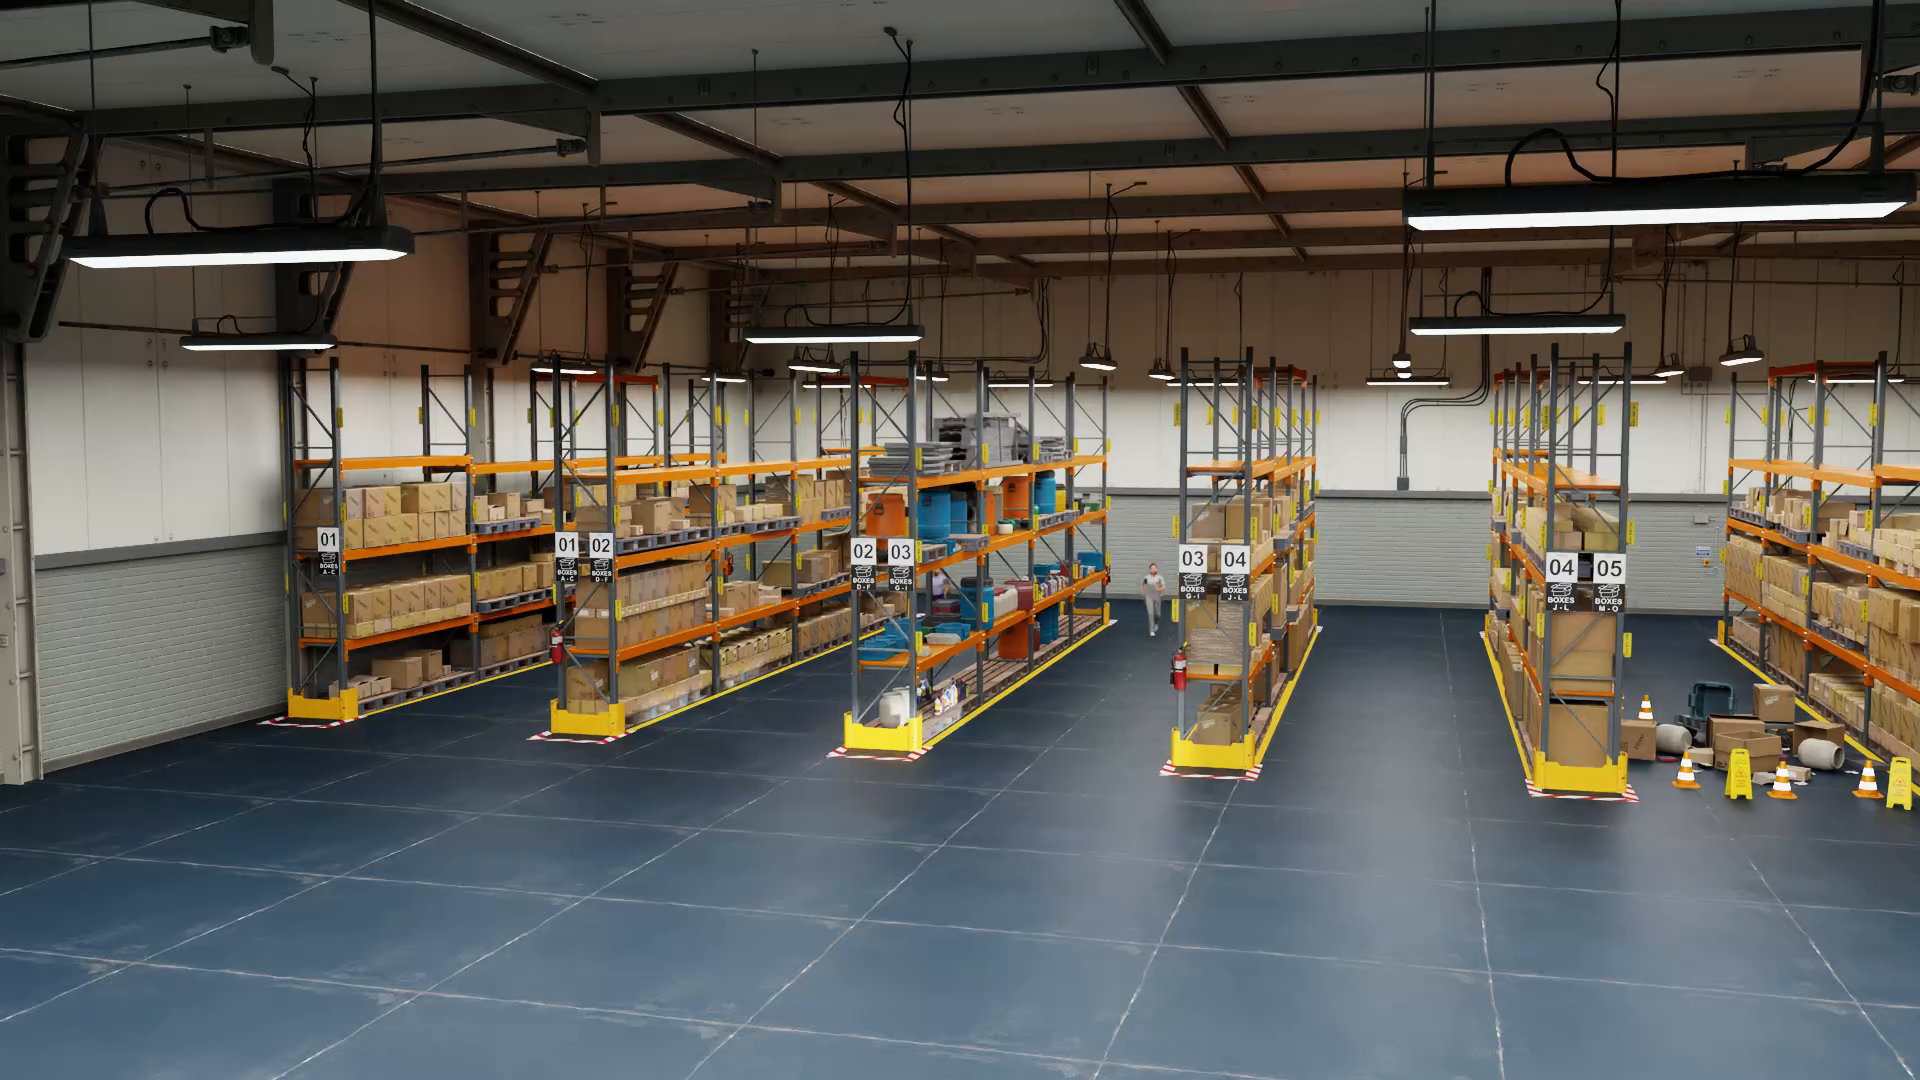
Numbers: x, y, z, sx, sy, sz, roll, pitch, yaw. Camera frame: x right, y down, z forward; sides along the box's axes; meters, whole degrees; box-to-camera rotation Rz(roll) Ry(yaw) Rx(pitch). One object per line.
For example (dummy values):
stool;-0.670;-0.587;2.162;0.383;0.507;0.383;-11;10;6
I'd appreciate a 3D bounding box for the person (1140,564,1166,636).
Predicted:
person;4.442;1.361;38.292;0.577;1.644;0.895;0;4;4

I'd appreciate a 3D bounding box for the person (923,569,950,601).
person;-0.548;1.399;37.893;0.592;1.702;0.747;0;4;4
